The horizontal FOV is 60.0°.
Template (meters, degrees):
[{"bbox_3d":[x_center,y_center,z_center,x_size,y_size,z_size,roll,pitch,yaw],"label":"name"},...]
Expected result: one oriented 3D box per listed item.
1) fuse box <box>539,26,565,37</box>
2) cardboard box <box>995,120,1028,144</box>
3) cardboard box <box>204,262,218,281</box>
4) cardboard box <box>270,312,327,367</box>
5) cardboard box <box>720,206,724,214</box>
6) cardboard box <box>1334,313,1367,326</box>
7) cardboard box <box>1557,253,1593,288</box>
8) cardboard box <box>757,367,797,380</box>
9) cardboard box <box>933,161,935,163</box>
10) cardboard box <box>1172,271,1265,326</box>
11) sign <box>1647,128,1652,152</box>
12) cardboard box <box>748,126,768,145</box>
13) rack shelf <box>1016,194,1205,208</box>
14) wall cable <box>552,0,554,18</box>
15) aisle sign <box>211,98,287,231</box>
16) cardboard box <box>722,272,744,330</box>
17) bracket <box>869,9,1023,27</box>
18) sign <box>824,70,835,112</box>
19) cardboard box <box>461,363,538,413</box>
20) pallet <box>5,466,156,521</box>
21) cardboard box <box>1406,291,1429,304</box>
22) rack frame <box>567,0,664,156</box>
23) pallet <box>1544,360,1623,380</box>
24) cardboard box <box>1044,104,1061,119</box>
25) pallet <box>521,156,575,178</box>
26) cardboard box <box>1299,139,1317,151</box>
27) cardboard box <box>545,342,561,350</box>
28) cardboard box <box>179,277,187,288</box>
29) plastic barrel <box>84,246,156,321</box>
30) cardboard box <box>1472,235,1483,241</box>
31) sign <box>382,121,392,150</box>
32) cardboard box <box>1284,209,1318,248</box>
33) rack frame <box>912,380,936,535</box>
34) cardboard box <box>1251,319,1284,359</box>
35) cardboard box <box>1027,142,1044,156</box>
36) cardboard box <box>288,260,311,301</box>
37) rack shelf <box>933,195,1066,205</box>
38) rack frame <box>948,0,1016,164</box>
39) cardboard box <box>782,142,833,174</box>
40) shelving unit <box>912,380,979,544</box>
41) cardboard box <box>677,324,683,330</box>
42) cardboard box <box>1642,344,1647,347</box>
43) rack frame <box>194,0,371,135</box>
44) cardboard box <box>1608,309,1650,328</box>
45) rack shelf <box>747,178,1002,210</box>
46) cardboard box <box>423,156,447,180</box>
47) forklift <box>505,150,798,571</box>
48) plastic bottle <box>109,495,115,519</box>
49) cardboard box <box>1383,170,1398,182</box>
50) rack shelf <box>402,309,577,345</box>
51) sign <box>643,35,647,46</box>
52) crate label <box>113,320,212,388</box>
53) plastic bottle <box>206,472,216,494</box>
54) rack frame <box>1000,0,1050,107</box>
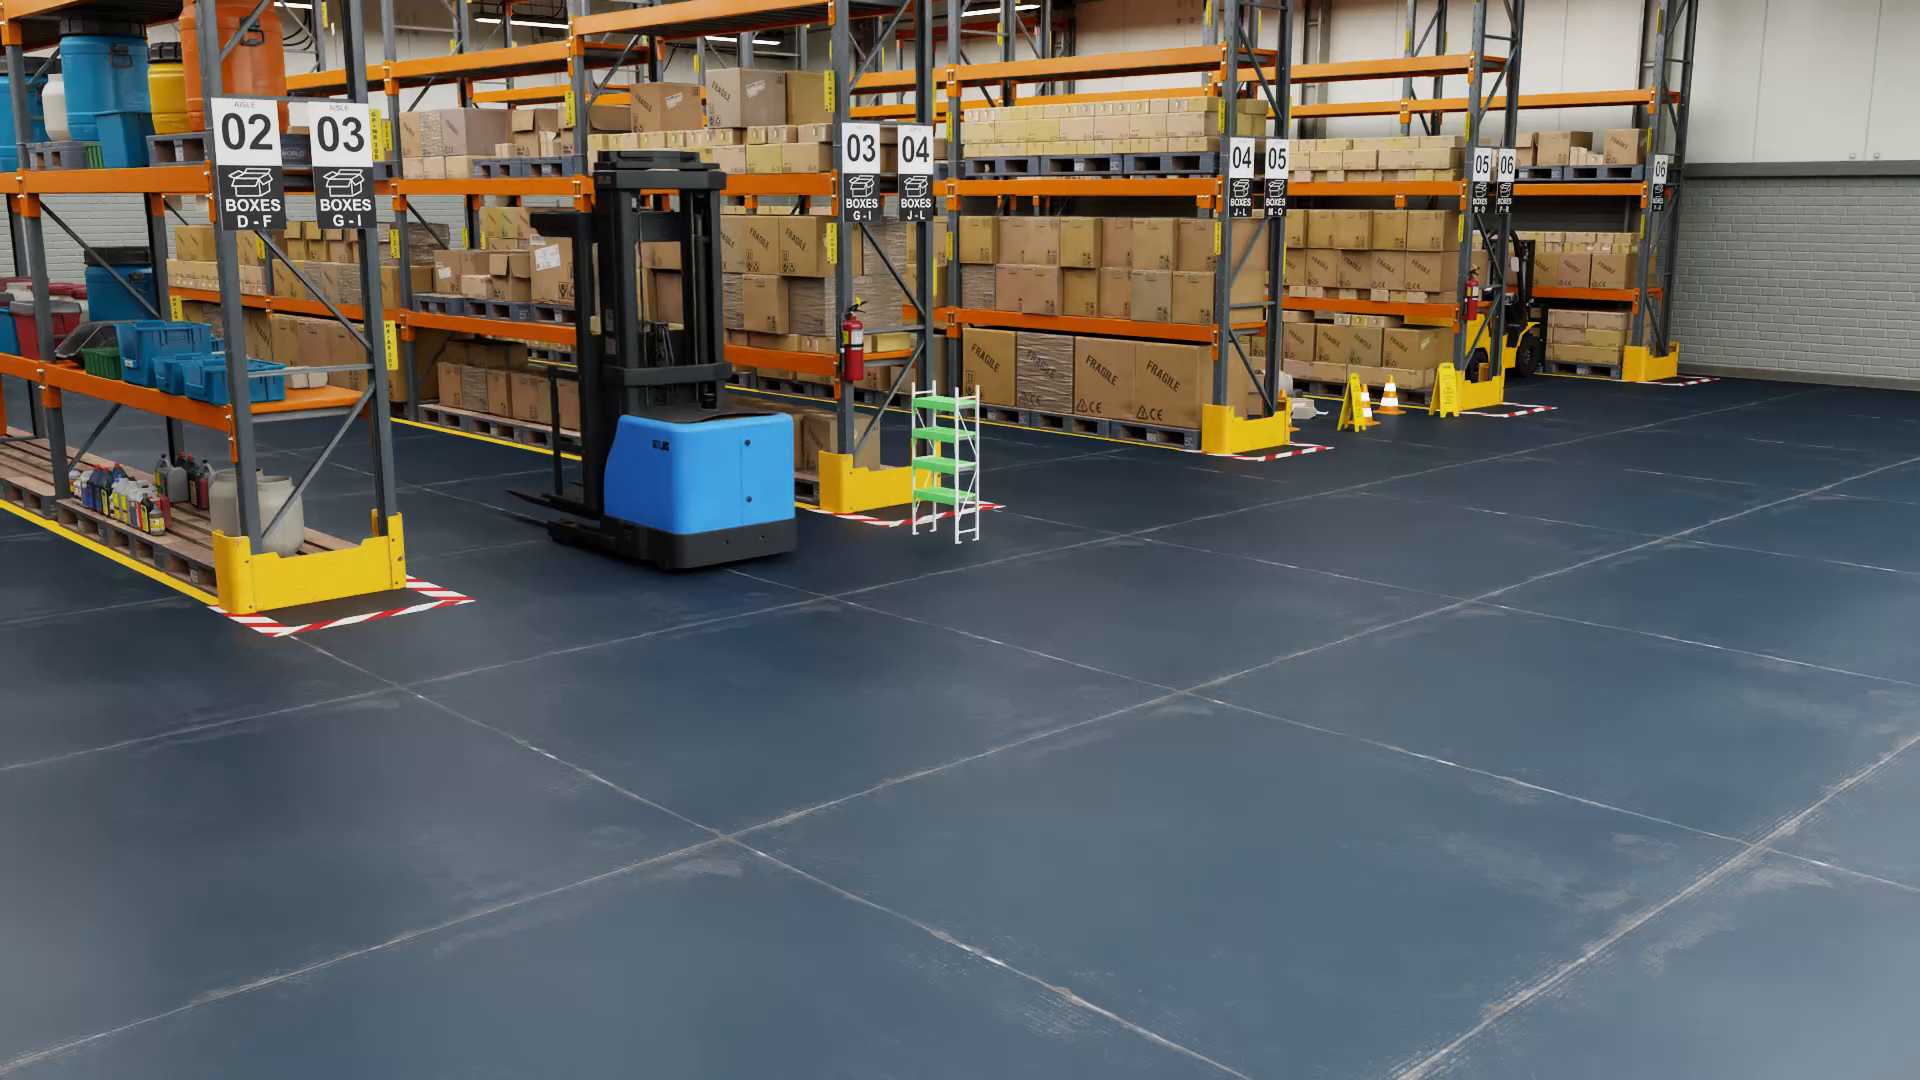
[{"bbox_3d":[-8.589,-10.782,35.014,0.513,0.334,0.176,-11,16,-43],"label":"fuse box"},{"bbox_3d":[0.748,-4.652,18.972,0.500,0.250,0.500,-11,16,-43],"label":"cardboard box"},{"bbox_3d":[-10.473,-3.855,23.825,0.500,0.250,0.500,-11,16,-44],"label":"cardboard box"},{"bbox_3d":[-8.462,-2.606,22.350,1.225,0.875,0.875,-11,16,-42],"label":"cardboard box"},{"bbox_3d":[-4.469,-6.262,31.539,0.380,0.149,0.250,-10,16,-41],"label":"cardboard box"},{"bbox_3d":[5.140,-2.905,21.888,0.380,0.149,0.250,-10,15,-40],"label":"cardboard box"},{"bbox_3d":[9.242,-4.014,24.715,0.500,0.500,0.500,-10,15,-41],"label":"cardboard box"},{"bbox_3d":[-2.144,-2.626,22.760,1.050,0.750,0.750,-11,16,-43],"label":"cardboard box"},{"bbox_3d":[-0.416,-6.269,27.184,0.500,0.500,0.500,-11,16,-42],"label":"cardboard box"},{"bbox_3d":[2.736,-2.578,17.617,0.875,0.550,0.550,-11,16,-43],"label":"cardboard box"},{"bbox_3d":[9.721,-5.644,23.439,0.100,0.325,0.005,-11,16,-43],"label":"sign"},{"bbox_3d":[-1.603,-3.480,14.320,0.380,0.149,0.250,-11,16,-42],"label":"cardboard box"},{"bbox_3d":[2.392,-5.153,24.840,1.077,0.370,4.000,-11,16,-43],"label":"rack shelf"},{"bbox_3d":[-9.402,-12.311,34.011,2.355,3.000,0.029,-11,16,-43],"label":"wall cable"},{"bbox_3d":[-4.379,-2.311,10.253,0.394,0.787,0.004,-11,16,-43],"label":"aisle sign"},{"bbox_3d":[-1.738,-2.194,15.141,0.875,0.500,0.500,-11,16,-43],"label":"cardboard box"},{"bbox_3d":[-0.316,-10.920,34.694,0.076,0.066,4.783,-11,16,-43],"label":"bracket"},{"bbox_3d":[-1.047,-3.608,13.364,0.100,0.325,0.005,-11,16,-43],"label":"sign"},{"bbox_3d":[-5.287,-1.764,19.146,0.500,0.500,0.700,10,15,40],"label":"cardboard box"},{"bbox_3d":[-7.547,-0.417,14.412,1.003,0.211,1.213,-11,16,-43],"label":"pallet"},{"bbox_3d":[5.867,-3.084,21.070,0.380,0.149,0.250,-11,16,-43],"label":"cardboard box"},{"bbox_3d":[-3.394,-5.302,16.345,1.000,3.000,0.127,-11,16,-43],"label":"rack frame"},{"bbox_3d":[9.565,-2.593,24.975,1.003,0.211,1.213,-11,16,-43],"label":"pallet"},{"bbox_3d":[1.148,-4.745,18.435,0.380,0.149,0.250,-11,16,-43],"label":"cardboard box"},{"bbox_3d":[-3.743,-3.846,17.176,1.213,0.211,1.003,-11,16,-43],"label":"pallet"},{"bbox_3d":[4.694,-5.207,21.966,0.380,0.149,0.250,-11,16,-43],"label":"cardboard box"},{"bbox_3d":[-6.494,-3.178,26.926,0.380,0.149,0.250,-11,16,-43],"label":"cardboard box"},{"bbox_3d":[-11.319,-3.820,24.640,0.250,0.149,0.380,11,16,44],"label":"cardboard box"},{"bbox_3d":[-7.024,-2.018,14.028,0.600,0.901,0.708,-11,16,-43],"label":"plastic barrel"},{"bbox_3d":[8.097,-4.714,25.765,0.380,0.149,0.250,-11,16,-43],"label":"cardboard box"},{"bbox_3d":[-6.564,-4.632,19.052,0.100,0.325,0.005,-11,16,-43],"label":"sign"},{"bbox_3d":[4.584,-4.180,22.303,0.700,0.500,0.500,-11,16,-44],"label":"cardboard box"},{"bbox_3d":[-0.283,-0.647,13.080,0.240,1.200,0.015,-11,16,-43],"label":"rack frame"},{"bbox_3d":[4.364,-2.771,22.841,0.500,0.500,0.500,-10,15,-40],"label":"cardboard box"},{"bbox_3d":[0.973,-4.392,18.697,0.380,0.149,0.250,-11,16,-43],"label":"cardboard box"},{"bbox_3d":[-8.434,-3.405,21.757,0.500,0.500,0.500,-11,16,-42],"label":"cardboard box"},{"bbox_3d":[0.455,-7.013,33.867,1.077,0.370,4.000,-11,16,-43],"label":"rack shelf"},{"bbox_3d":[0.263,-5.978,19.628,1.000,3.000,0.127,-11,16,-43],"label":"rack frame"},{"bbox_3d":[-1.149,-3.211,13.999,0.500,0.250,0.500,-10,16,-41],"label":"cardboard box"},{"bbox_3d":[-0.114,-0.612,12.908,0.258,1.200,0.503,-11,16,-43],"label":"shelving unit"},{"bbox_3d":[-2.418,-1.950,15.567,0.380,0.149,0.250,-11,16,-43],"label":"cardboard box"},{"bbox_3d":[9.925,-2.811,24.895,0.500,0.250,0.500,-11,16,-42],"label":"cardboard box"},{"bbox_3d":[-4.214,-4.028,10.162,1.000,3.000,0.127,-11,16,-43],"label":"rack frame"},{"bbox_3d":[9.928,-3.298,24.783,0.500,0.250,0.500,-11,16,-43],"label":"cardboard box"},{"bbox_3d":[-1.118,-4.449,21.420,1.077,0.370,4.000,-11,16,-43],"label":"rack shelf"},{"bbox_3d":[-5.662,-4.164,18.627,0.500,0.250,0.500,-10,16,-41],"label":"cardboard box"},{"bbox_3d":[-2.542,-1.456,12.717,1.130,2.935,3.031,-10,15,-40],"label":"forklift"},{"bbox_3d":[-6.410,-0.271,12.636,0.097,0.201,0.097,0,12,0],"label":"plastic bottle"},{"bbox_3d":[5.606,-4.642,21.196,0.380,0.149,0.250,-11,16,-42],"label":"cardboard box"},{"bbox_3d":[-4.775,-2.303,18.440,1.077,0.370,4.000,-11,16,-43],"label":"rack shelf"},{"bbox_3d":[-4.864,-7.759,25.565,0.100,0.325,0.005,-11,16,-43],"label":"sign"},{"bbox_3d":[-5.681,-1.338,11.884,0.502,0.435,0.616,-11,16,-43],"label":"crate label"},{"bbox_3d":[-5.858,-0.402,13.087,0.152,0.276,0.135,-11,16,-42],"label":"plastic bottle"},{"bbox_3d":[1.011,-7.267,25.882,1.000,3.000,0.127,-11,16,-43],"label":"rack frame"}]
